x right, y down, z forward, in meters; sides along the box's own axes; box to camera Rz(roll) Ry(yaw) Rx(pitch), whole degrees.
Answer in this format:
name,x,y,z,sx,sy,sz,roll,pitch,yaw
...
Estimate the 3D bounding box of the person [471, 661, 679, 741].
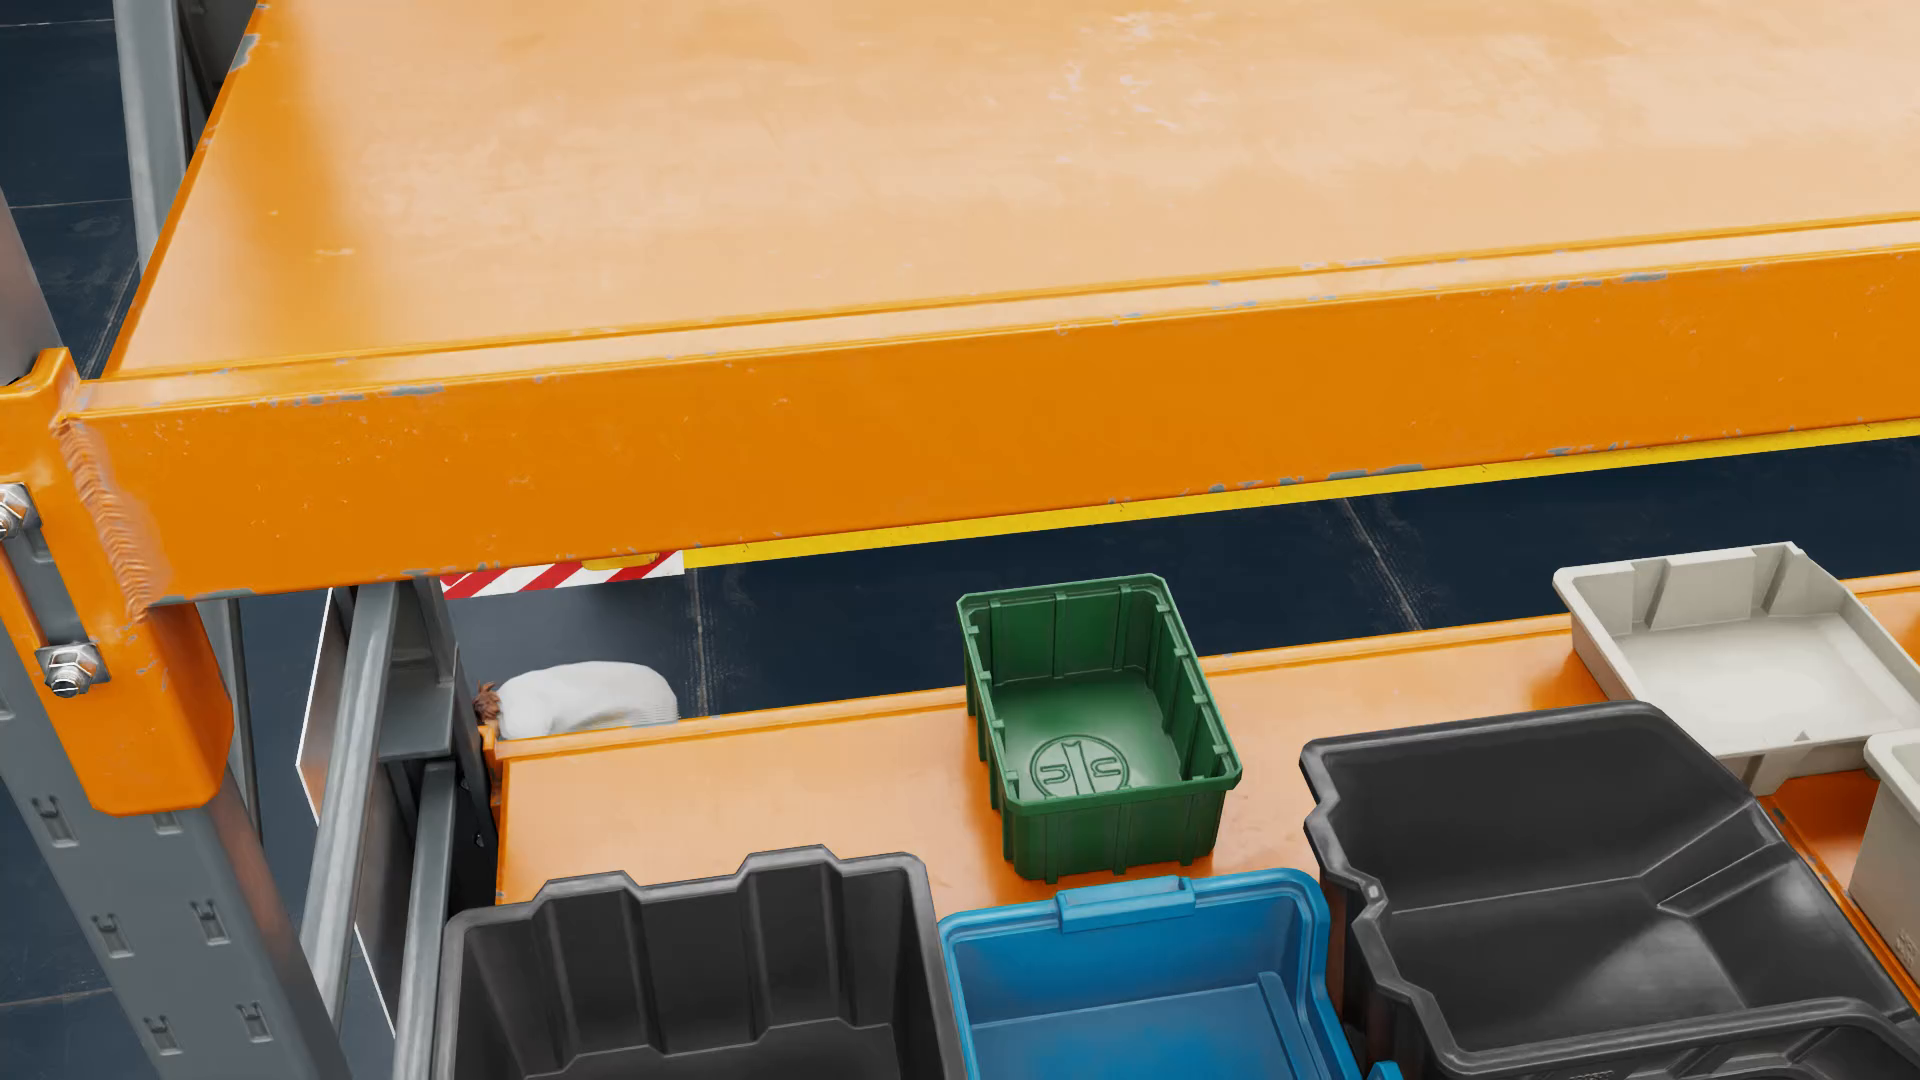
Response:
name,x,y,z,sx,sy,sz,roll,pitch,yaw
person,-1.428,0.765,5.951,0.862,0.770,0.436,-7,39,-9
